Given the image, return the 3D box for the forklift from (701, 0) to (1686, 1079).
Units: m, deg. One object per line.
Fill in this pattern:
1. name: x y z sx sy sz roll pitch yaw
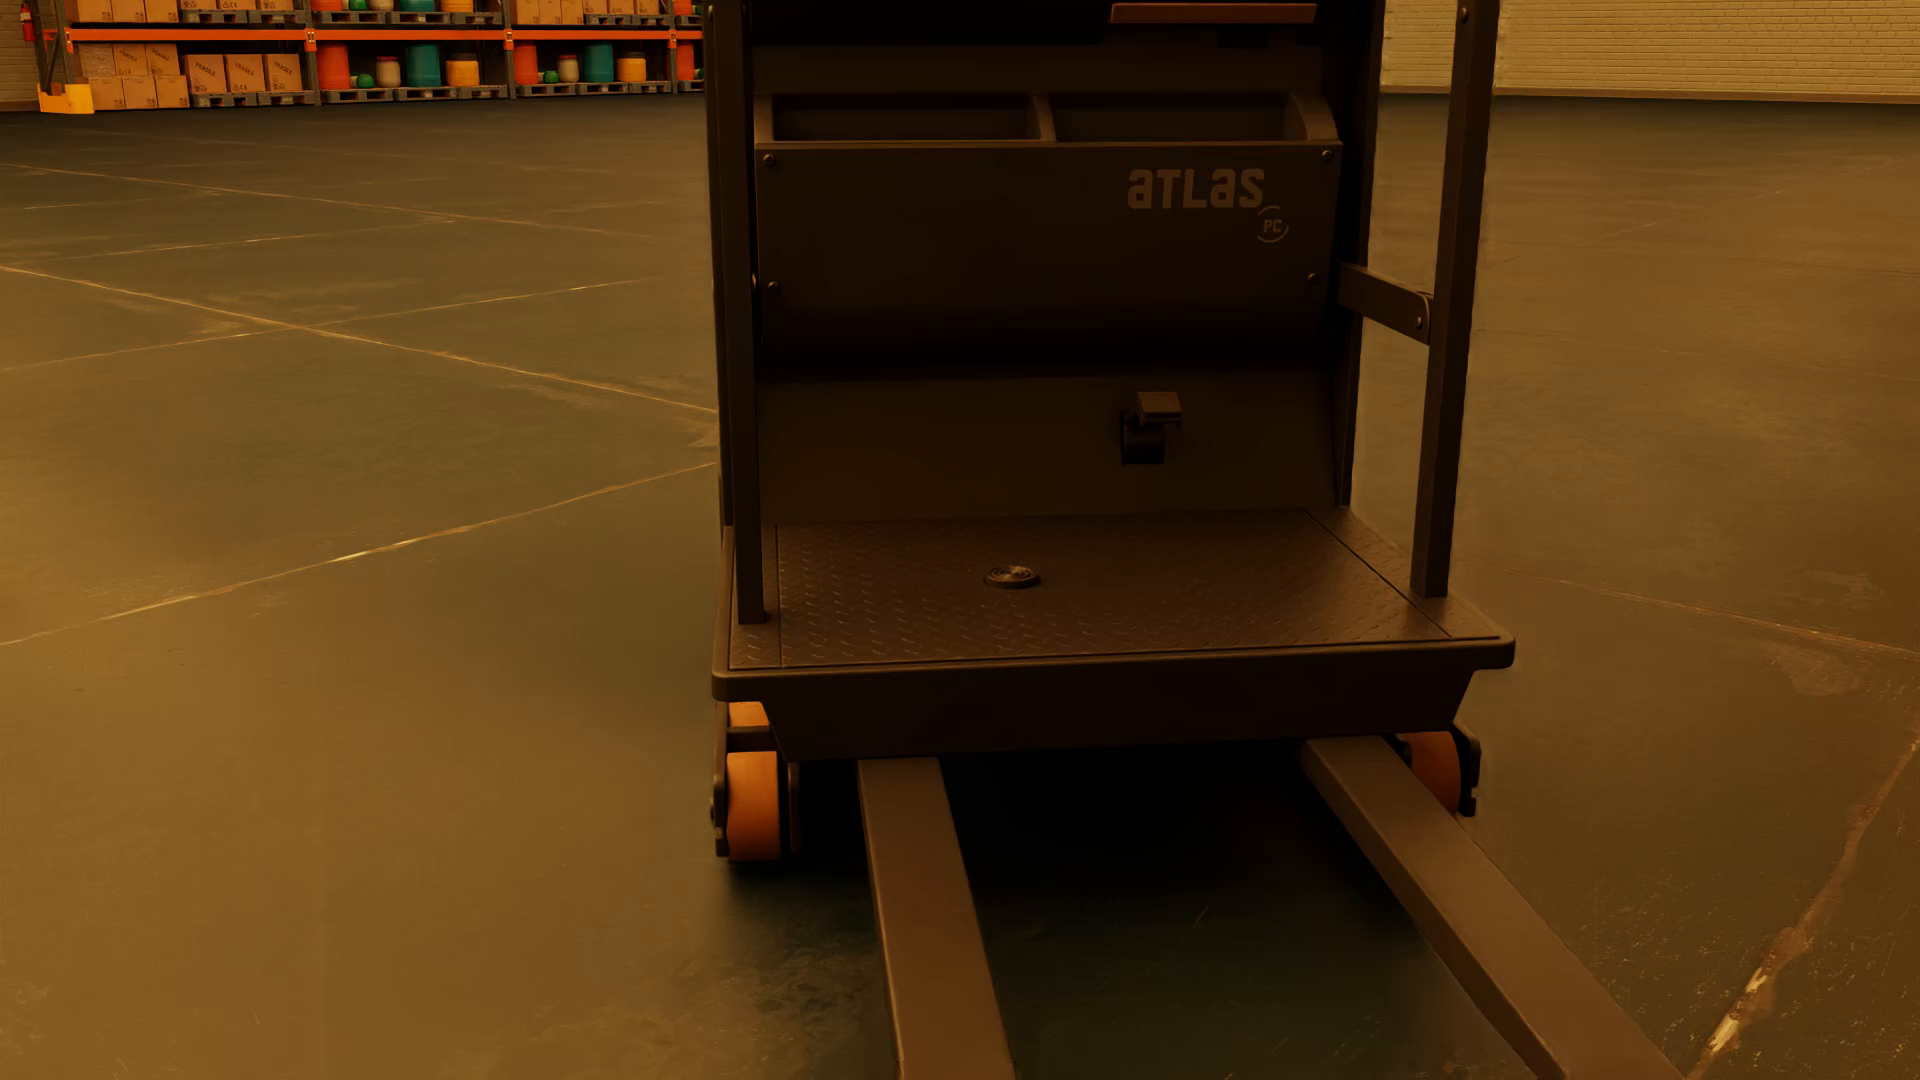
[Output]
1. forklift: 0.166 -1.040 2.322 1.130 2.935 3.031 -2 17 -6
